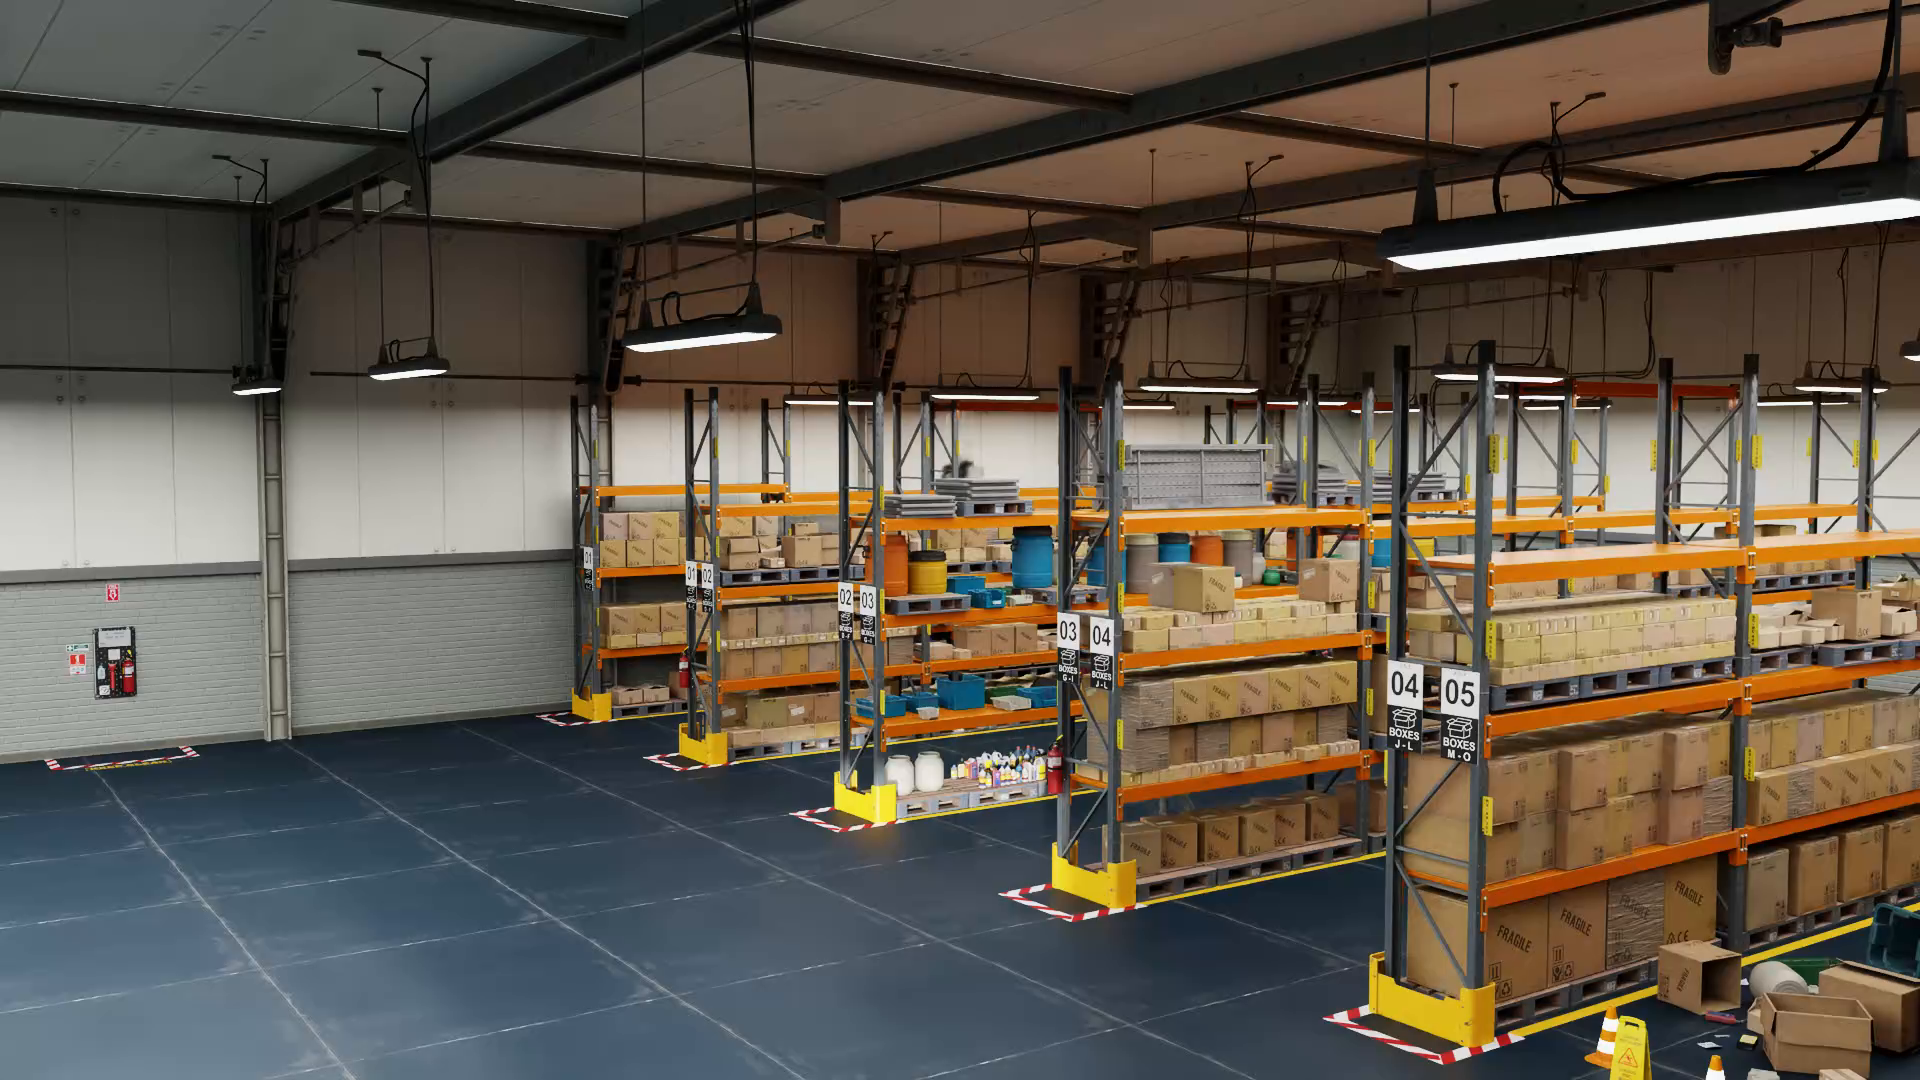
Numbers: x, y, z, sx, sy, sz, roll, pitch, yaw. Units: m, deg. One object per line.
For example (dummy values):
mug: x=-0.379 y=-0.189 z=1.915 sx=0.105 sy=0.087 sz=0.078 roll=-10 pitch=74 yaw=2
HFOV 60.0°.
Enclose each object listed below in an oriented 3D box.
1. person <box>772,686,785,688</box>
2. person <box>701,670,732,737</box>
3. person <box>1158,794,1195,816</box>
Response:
person: x=-3.232 y=2.588 z=29.508 sx=0.721 sy=1.680 sz=0.561 roll=-3 pitch=4 yaw=-36
person: x=-4.138 y=2.585 z=29.152 sx=0.551 sy=1.751 sz=0.796 roll=3 pitch=5 yaw=44
person: x=2.842 y=3.035 z=22.013 sx=0.690 sy=1.636 sz=0.522 roll=-3 pitch=4 yaw=-40
